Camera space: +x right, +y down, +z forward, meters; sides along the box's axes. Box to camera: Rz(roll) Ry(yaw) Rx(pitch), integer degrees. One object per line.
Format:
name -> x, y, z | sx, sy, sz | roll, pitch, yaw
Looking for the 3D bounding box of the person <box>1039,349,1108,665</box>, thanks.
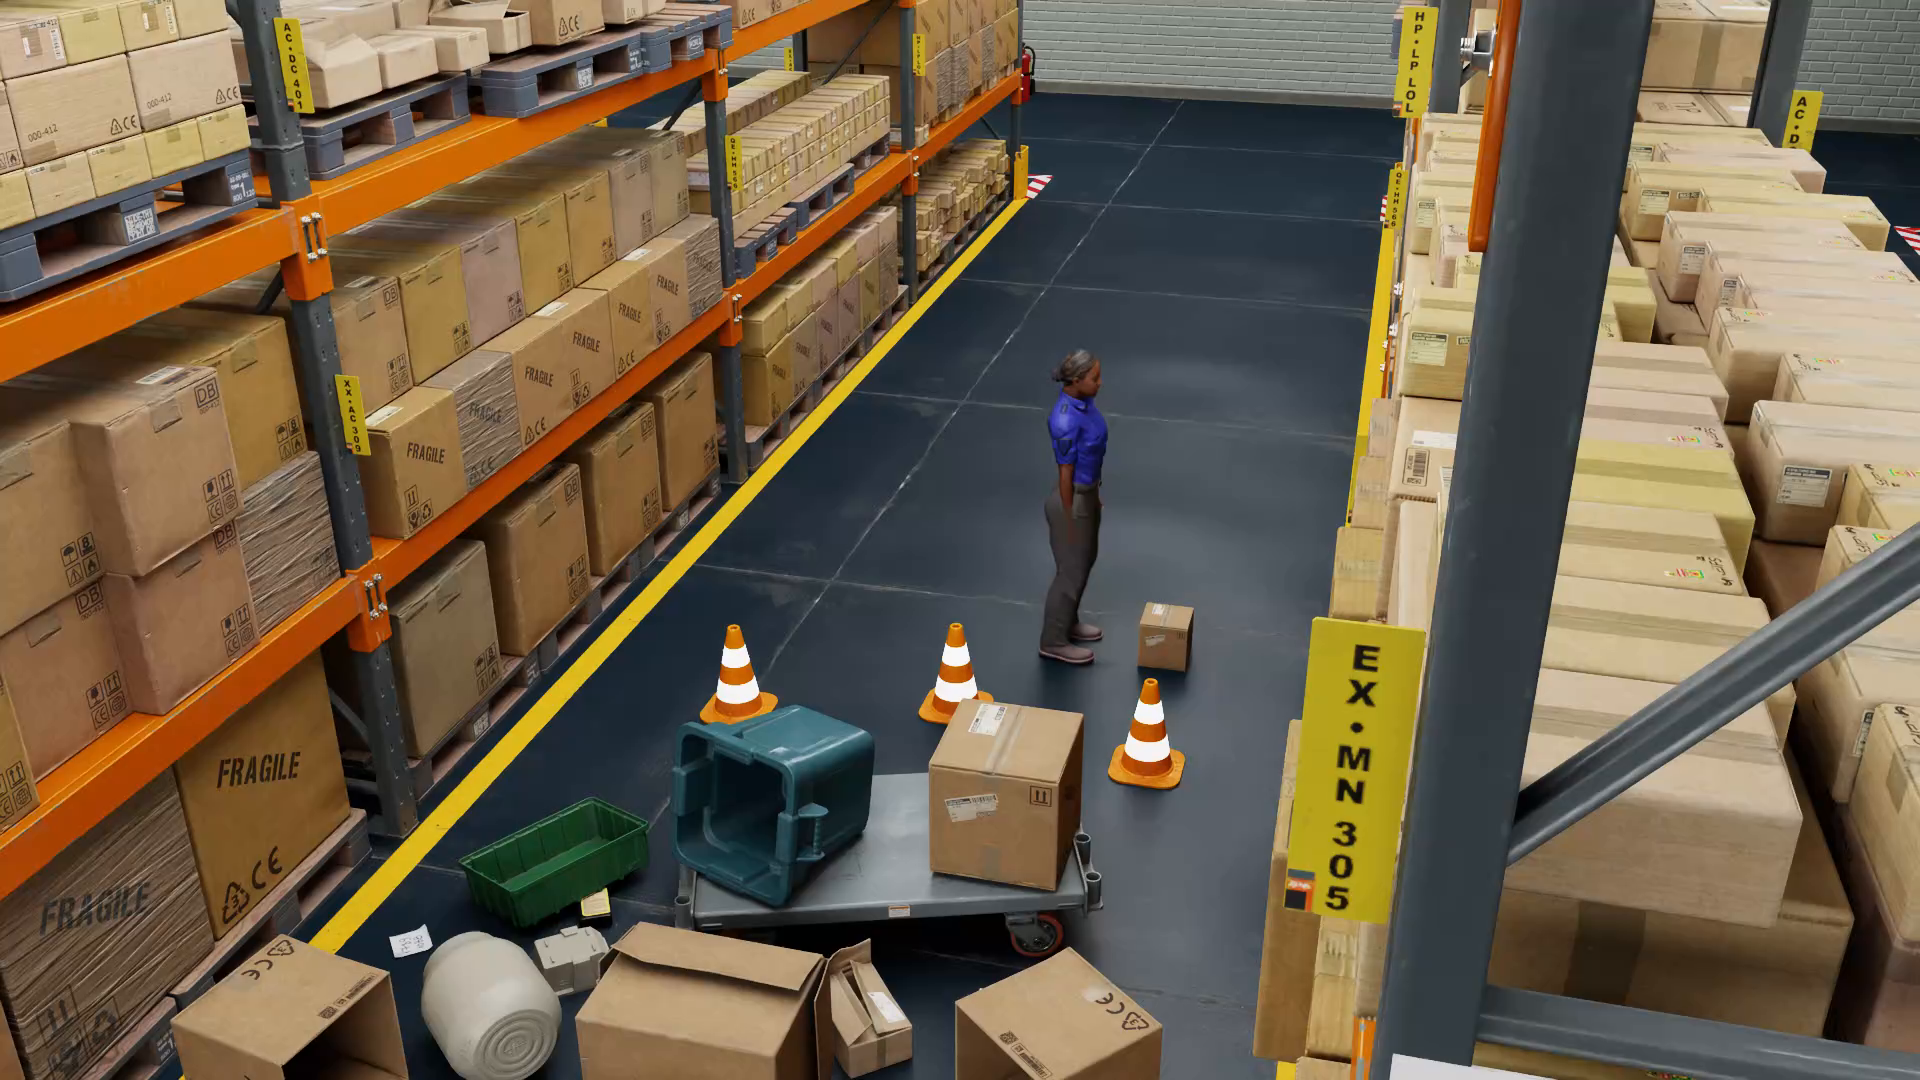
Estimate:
person -> 0.596, -0.187, 8.514 | 0.299, 1.656, 0.438 | 7, 26, 14
